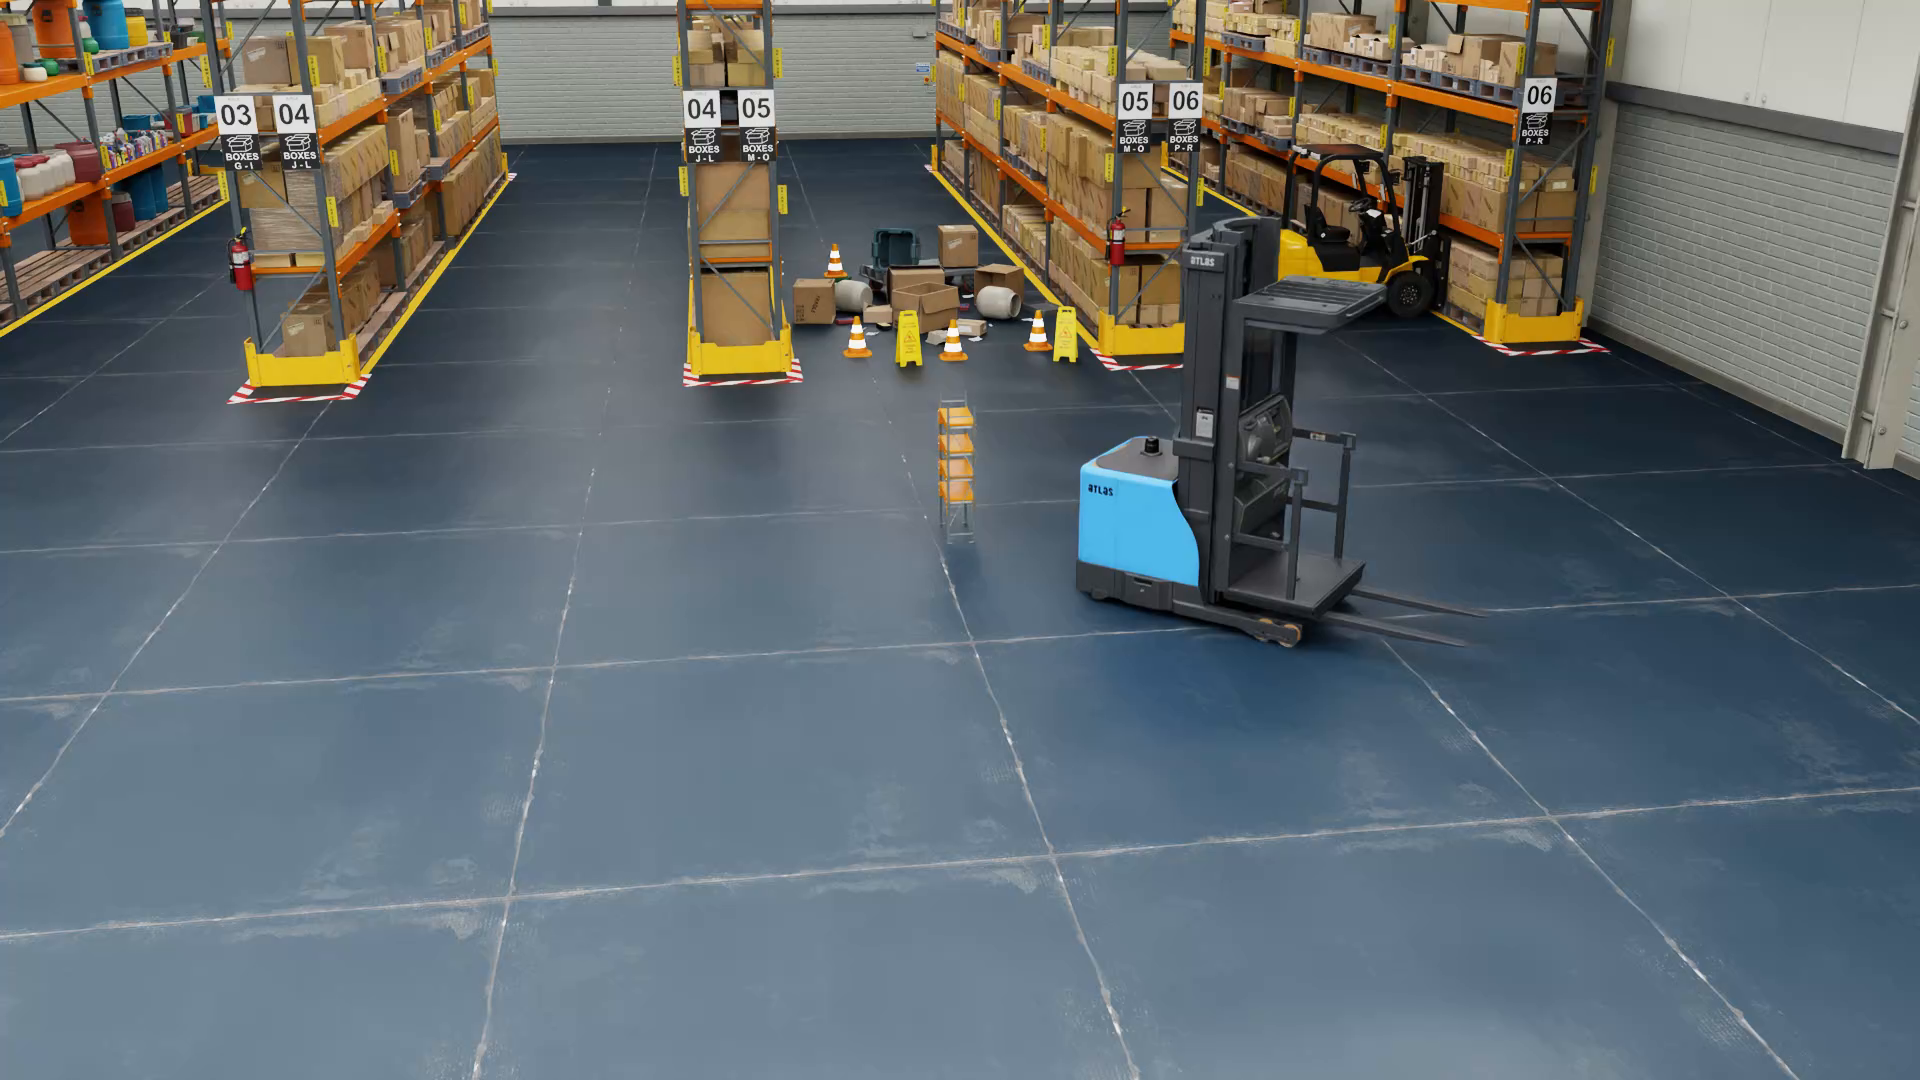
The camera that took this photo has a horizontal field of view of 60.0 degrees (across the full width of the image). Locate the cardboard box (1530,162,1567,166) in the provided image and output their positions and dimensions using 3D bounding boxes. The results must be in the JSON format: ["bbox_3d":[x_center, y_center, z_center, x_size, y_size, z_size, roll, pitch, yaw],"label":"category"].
[{"bbox_3d":[7.405,-4.669,20.935,0.380,0.149,0.250,-2,21,-6],"label":"cardboard box"}]

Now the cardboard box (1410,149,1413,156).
[{"bbox_3d":[6.531,-5.390,23.291,0.380,0.149,0.250,-3,21,-8],"label":"cardboard box"}]

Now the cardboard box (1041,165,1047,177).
[{"bbox_3d":[1.383,-5.333,23.967,0.380,0.149,0.250,-3,21,-7],"label":"cardboard box"}]

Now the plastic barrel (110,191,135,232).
[{"bbox_3d":[-13.804,-5.352,27.104,0.600,0.588,0.708,-3,21,-8],"label":"plastic barrel"}]

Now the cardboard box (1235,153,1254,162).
[{"bbox_3d":[5.393,-7.211,31.282,0.380,0.149,0.250,-3,21,-9],"label":"cardboard box"}]

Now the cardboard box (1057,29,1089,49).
[{"bbox_3d":[1.521,-7.050,23.417,0.500,0.250,0.500,-2,21,-7],"label":"cardboard box"}]

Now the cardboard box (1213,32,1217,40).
[{"bbox_3d":[5.082,-9.687,31.937,0.380,0.149,0.250,-2,21,-6],"label":"cardboard box"}]

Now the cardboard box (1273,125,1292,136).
[{"bbox_3d":[5.590,-7.014,28.466,0.380,0.149,0.250,-3,21,-7],"label":"cardboard box"}]

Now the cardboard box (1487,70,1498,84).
[{"bbox_3d":[6.798,-5.759,20.678,0.380,0.149,0.250,-4,21,-9],"label":"cardboard box"}]

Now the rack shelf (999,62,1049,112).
[{"bbox_3d":[1.442,-6.851,25.012,1.077,0.370,4.000,-3,21,-8],"label":"rack shelf"}]

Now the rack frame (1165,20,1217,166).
[{"bbox_3d":[4.912,-9.496,35.355,1.000,3.000,0.127,-3,21,-8],"label":"rack frame"}]

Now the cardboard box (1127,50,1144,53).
[{"bbox_3d":[2.221,-6.388,21.965,0.380,0.149,0.250,-2,21,-6],"label":"cardboard box"}]

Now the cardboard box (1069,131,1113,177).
[{"bbox_3d":[1.776,-4.872,20.978,0.700,0.500,0.500,-3,21,-8],"label":"cardboard box"}]

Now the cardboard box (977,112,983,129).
[{"bbox_3d":[0.586,-7.327,29.046,0.500,0.250,0.500,-4,21,-9],"label":"cardboard box"}]

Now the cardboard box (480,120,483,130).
[{"bbox_3d":[-9.096,-7.723,30.966,0.380,0.149,0.250,-3,21,-9],"label":"cardboard box"}]

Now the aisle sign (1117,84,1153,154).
[{"bbox_3d":[2.029,-4.887,19.297,0.394,0.787,0.004,-3,21,-8],"label":"aisle sign"}]

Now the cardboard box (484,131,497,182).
[{"bbox_3d":[-9.504,-7.414,32.215,0.875,0.875,0.875,-3,21,-8],"label":"cardboard box"}]

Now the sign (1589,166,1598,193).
[{"bbox_3d":[7.768,-4.425,20.427,0.100,0.325,0.005,-3,21,-8],"label":"sign"}]

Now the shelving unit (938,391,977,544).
[{"bbox_3d":[-0.024,-0.619,14.160,0.258,1.200,0.503,-3,21,-8],"label":"shelving unit"}]

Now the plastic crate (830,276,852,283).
[{"bbox_3d":[-1.832,-3.521,23.292,0.450,0.188,0.662,-2,18,24],"label":"plastic crate"}]

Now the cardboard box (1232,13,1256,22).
[{"bbox_3d":[5.206,-9.568,30.449,0.380,0.149,0.250,-3,21,-7],"label":"cardboard box"}]

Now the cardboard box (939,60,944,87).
[{"bbox_3d":[-0.131,-9.401,33.527,0.500,0.500,0.500,-3,21,-9],"label":"cardboard box"}]

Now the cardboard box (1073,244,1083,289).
[{"bbox_3d":[1.789,-3.585,21.785,0.500,0.500,0.500,-3,21,-9],"label":"cardboard box"}]

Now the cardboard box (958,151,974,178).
[{"bbox_3d":[0.463,-7.389,32.774,0.875,0.438,0.875,-4,21,-9],"label":"cardboard box"}]

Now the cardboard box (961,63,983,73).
[{"bbox_3d":[0.218,-8.769,30.910,0.380,0.149,0.250,-3,21,-9],"label":"cardboard box"}]

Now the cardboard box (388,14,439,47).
[{"bbox_3d":[-8.969,-8.332,27.201,0.797,0.503,0.637,-3,21,-8],"label":"cardboard box"}]

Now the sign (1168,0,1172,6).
[{"bbox_3d":[4.375,-11.284,34.604,0.100,0.325,0.005,-3,21,-8],"label":"sign"}]

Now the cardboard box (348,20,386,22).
[{"bbox_3d":[-8.840,-7.486,24.826,0.500,0.500,0.500,-3,21,-7],"label":"cardboard box"}]

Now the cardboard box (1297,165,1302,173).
[{"bbox_3d":[6.138,-6.615,29.684,0.380,0.149,0.250,-3,21,-9],"label":"cardboard box"}]

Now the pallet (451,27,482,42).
[{"bbox_3d":[-9.510,-9.429,31.014,1.003,0.211,1.213,-3,21,-8],"label":"pallet"}]

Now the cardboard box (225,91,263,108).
[{"bbox_3d":[-7.849,-4.807,18.158,0.380,0.149,0.250,-3,21,-8],"label":"cardboard box"}]

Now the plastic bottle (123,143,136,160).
[{"bbox_3d":[-13.497,-6.313,27.010,0.152,0.276,0.135,-3,21,-8],"label":"plastic bottle"}]

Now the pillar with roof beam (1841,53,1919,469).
[{"bbox_3d":[4.614,-4.759,14.097,9.100,9.000,0.400,-3,21,-8],"label":"pillar with roof beam"}]

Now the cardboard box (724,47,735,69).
[{"bbox_3d":[-2.686,-6.017,20.799,0.500,0.250,0.500,-3,21,-8],"label":"cardboard box"}]

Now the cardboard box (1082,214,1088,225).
[{"bbox_3d":[1.788,-4.145,21.387,0.380,0.149,0.250,-3,21,-8],"label":"cardboard box"}]

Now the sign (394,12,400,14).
[{"bbox_3d":[-9.779,-9.016,28.929,0.100,0.325,0.005,-3,21,-8],"label":"sign"}]

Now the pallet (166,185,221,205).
[{"bbox_3d":[-14.454,-6.480,31.264,1.003,0.211,1.213,-3,21,-8],"label":"pallet"}]

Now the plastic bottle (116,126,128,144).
[{"bbox_3d":[-14.395,-6.935,28.567,0.144,0.351,0.185,-3,21,-8],"label":"plastic bottle"}]

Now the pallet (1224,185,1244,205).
[{"bbox_3d":[5.643,-6.525,31.386,1.003,0.211,1.213,-3,21,-8],"label":"pallet"}]

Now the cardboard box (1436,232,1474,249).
[{"bbox_3d":[6.615,-4.004,22.550,0.500,0.250,0.500,-3,21,-9],"label":"cardboard box"}]

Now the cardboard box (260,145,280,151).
[{"bbox_3d":[-7.971,-4.384,19.669,0.500,0.500,0.500,-3,21,-8],"label":"cardboard box"}]

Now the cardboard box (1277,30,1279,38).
[{"bbox_3d":[5.679,-8.715,28.619,0.380,0.149,0.250,-3,21,-7],"label":"cardboard box"}]

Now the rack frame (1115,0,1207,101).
[{"bbox_3d":[2.307,-6.515,18.799,1.000,3.000,0.127,-3,21,-8],"label":"rack frame"}]

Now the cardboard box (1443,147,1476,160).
[{"bbox_3d":[6.711,-5.179,22.300,0.380,0.149,0.250,-3,21,-8],"label":"cardboard box"}]

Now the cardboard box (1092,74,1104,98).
[{"bbox_3d":[1.908,-5.518,20.205,0.500,0.250,0.500,-3,21,-8],"label":"cardboard box"}]

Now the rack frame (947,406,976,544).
[{"bbox_3d":[0.011,-0.535,13.933,0.240,1.200,0.015,-3,21,-8],"label":"rack frame"}]

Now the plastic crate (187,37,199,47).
[{"bbox_3d":[-14.164,-9.074,30.313,0.437,0.136,0.530,-3,21,-8],"label":"plastic crate"}]

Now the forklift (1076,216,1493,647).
[{"bbox_3d":[2.427,-0.804,12.179,3.031,2.935,1.130,12,24,30],"label":"forklift"}]

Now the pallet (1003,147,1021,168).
[{"bbox_3d":[1.362,-6.144,26.652,1.213,0.211,1.003,-3,21,-8],"label":"pallet"}]

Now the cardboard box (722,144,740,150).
[{"bbox_3d":[-2.709,-4.513,20.256,0.875,0.550,0.550,-3,21,-8],"label":"cardboard box"}]

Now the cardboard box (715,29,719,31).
[{"bbox_3d":[-4.149,-8.000,26.917,0.500,0.500,0.500,-3,21,-8],"label":"cardboard box"}]

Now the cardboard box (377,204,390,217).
[{"bbox_3d":[-7.728,-4.326,21.870,0.380,0.149,0.250,-3,21,-8],"label":"cardboard box"}]

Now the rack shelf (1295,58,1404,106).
[{"bbox_3d":[6.353,-7.102,25.686,1.077,0.370,4.000,-3,21,-8],"label":"rack shelf"}]

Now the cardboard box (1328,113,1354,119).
[{"bbox_3d":[6.312,-6.975,27.533,0.380,0.149,0.250,-2,21,-6],"label":"cardboard box"}]

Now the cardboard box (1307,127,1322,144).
[{"bbox_3d":[5.958,-6.551,26.969,0.500,0.250,0.500,-2,21,-6],"label":"cardboard box"}]
